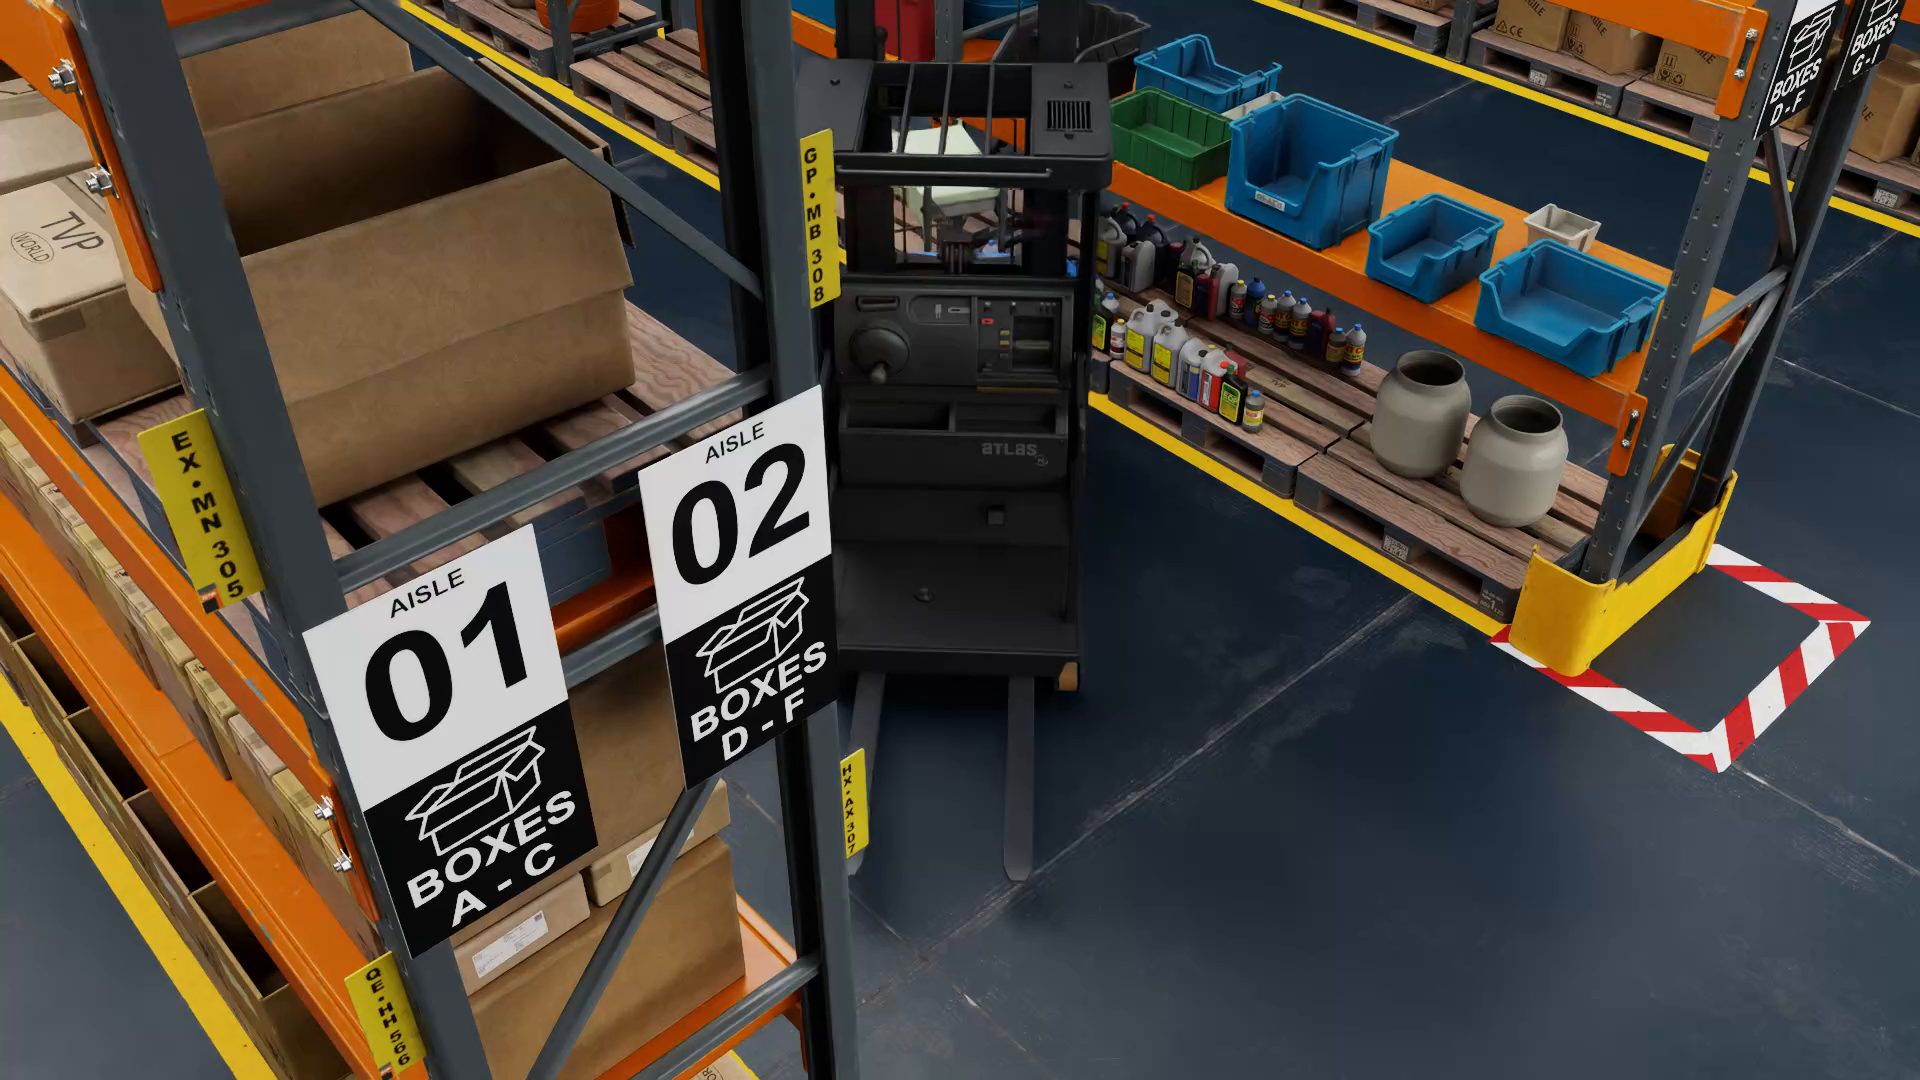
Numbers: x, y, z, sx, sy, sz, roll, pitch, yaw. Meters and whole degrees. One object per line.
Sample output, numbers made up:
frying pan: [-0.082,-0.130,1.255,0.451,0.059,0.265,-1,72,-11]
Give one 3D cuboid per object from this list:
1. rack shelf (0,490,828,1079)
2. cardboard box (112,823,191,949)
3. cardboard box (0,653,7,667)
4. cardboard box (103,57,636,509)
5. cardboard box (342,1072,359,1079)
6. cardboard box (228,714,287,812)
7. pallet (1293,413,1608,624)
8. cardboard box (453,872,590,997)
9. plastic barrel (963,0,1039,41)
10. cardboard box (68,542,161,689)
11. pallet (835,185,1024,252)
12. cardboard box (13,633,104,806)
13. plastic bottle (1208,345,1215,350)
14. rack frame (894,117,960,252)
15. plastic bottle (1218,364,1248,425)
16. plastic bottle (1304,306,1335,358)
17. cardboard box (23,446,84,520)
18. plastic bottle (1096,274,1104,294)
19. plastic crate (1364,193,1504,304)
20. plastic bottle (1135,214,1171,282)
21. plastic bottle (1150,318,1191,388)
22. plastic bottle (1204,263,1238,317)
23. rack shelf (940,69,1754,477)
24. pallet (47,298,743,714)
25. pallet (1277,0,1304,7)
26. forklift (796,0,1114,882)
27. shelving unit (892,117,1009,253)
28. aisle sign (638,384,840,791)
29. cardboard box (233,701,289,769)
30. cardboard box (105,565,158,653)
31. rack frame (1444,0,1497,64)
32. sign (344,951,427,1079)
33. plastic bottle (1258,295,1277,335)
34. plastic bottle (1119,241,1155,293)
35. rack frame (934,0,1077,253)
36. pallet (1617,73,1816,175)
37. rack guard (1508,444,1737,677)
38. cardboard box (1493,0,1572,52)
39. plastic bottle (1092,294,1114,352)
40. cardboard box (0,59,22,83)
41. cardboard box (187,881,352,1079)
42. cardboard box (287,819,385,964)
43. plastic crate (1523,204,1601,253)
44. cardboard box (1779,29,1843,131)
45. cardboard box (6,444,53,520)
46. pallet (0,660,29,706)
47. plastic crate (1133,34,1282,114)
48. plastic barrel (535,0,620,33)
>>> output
rack shelf: [-2.021,0.574,5.225,1.077,0.370,4.000,-30,48,-32]
cardboard box: [-2.615,1.085,5.873,0.500,0.250,0.500,-30,48,-32]
cardboard box: [-3.868,0.206,6.962,0.500,0.250,0.500,-30,48,-32]
cardboard box: [-1.054,-0.473,3.033,0.797,0.503,0.637,-27,46,-29]
cardboard box: [-1.596,1.777,5.017,0.500,0.250,0.500,-30,48,-32]
cardboard box: [-1.587,0.476,4.177,0.380,0.149,0.250,-29,47,-31]
pallet: [2.351,-0.192,7.820,1.003,0.211,1.213,-30,48,-32]
cardboard box: [-1.067,0.832,3.736,0.380,0.149,0.250,-31,48,-32]
plastic barrel: [0.239,-3.237,8.972,0.600,0.901,0.708,-30,48,-32]
cardboard box: [-2.371,0.007,5.274,0.700,0.500,0.500,-29,47,-31]
pallet: [-0.282,-1.997,10.055,1.003,0.211,1.213,-30,48,-32]
cardboard box: [-2.947,0.559,5.928,0.500,0.500,0.500,-30,48,-32]
plastic bottle: [1.253,-0.884,8.334,0.097,0.201,0.097,0,39,0]
rack frame: [-0.192,-1.608,8.548,0.400,1.500,0.023,-11,40,-13]
plastic bottle: [1.325,-0.708,8.051,0.061,0.283,0.133,-29,47,-31]
plastic bottle: [1.846,-1.082,8.514,0.061,0.283,0.133,-29,47,-31]
cardboard box: [-2.388,-0.507,4.879,0.700,0.500,0.500,-30,48,-32]
plastic bottle: [0.705,-1.279,8.767,0.097,0.271,0.097,0,39,0]
plastic crate: [1.989,-1.233,7.008,0.499,0.251,0.408,-30,48,-32]
plastic bottle: [1.055,-1.611,9.116,0.185,0.351,0.144,32,49,33]
plastic bottle: [1.058,-0.955,8.304,0.144,0.351,0.185,-28,47,-30]
plastic bottle: [1.380,-1.356,8.859,0.152,0.276,0.135,-29,47,-31]
rack shelf: [1.630,-1.529,7.829,1.077,0.370,4.000,-30,48,-32]
pallet: [-1.128,-0.251,3.357,1.003,0.211,1.213,-30,48,-32]
pallet: [2.569,-4.679,13.376,1.003,0.211,1.213,-30,48,-32]
forklift: [-0.033,-0.716,6.303,1.130,2.935,3.031,2,39,2]
shelving unit: [-0.082,-1.389,8.276,0.431,1.500,0.755,-11,40,-13]
aisle sign: [-0.398,0.108,3.159,0.394,0.787,0.004,-30,48,-32]
cardboard box: [-1.370,0.189,4.017,0.700,0.500,0.500,-31,48,-33]
cardboard box: [-2.118,0.116,4.624,0.380,0.149,0.250,-31,48,-32]
rack frame: [3.926,-4.840,11.355,1.000,3.000,0.127,-30,48,-32]
sign: [-1.078,0.901,3.137,0.100,0.325,0.005,-30,48,-32]
plastic bottle: [1.619,-1.188,8.711,0.097,0.201,0.097,0,39,0]
plastic bottle: [0.963,-1.507,9.047,0.152,0.276,0.135,-30,48,-32]
rack frame: [0.277,-2.735,8.749,1.000,3.000,0.127,-30,48,-32]
pallet: [5.235,-2.894,11.165,1.003,0.211,1.213,-30,48,-32]
rack guard: [2.897,0.074,7.261,1.175,0.500,0.348,-30,48,-32]
cardboard box: [4.167,-3.828,11.758,0.500,0.500,0.500,-32,48,-33]
plastic bottle: [0.726,-1.118,8.559,0.061,0.283,0.133,-28,47,-30]
cardboard box: [-2.353,-1.241,3.984,0.797,0.503,0.637,-25,45,-27]
cardboard box: [-1.938,1.256,5.065,0.500,0.500,0.500,-30,48,-32]
cardboard box: [-1.334,0.718,4.394,0.700,0.500,0.500,-29,47,-31]
plastic crate: [2.614,-1.332,7.222,0.298,0.136,0.250,-30,48,-32]
cardboard box: [5.382,-3.035,10.776,0.500,0.500,0.500,-25,45,-28]
cardboard box: [-2.643,-0.244,5.069,0.380,0.149,0.250,-32,49,-33]
pallet: [-3.901,0.129,7.423,1.003,0.211,1.213,-30,48,-32]
plastic crate: [1.226,-2.280,8.304,0.499,0.251,0.616,-30,48,-32]
plastic barrel: [-2.772,-4.124,11.862,0.600,0.830,0.708,-30,48,-32]
